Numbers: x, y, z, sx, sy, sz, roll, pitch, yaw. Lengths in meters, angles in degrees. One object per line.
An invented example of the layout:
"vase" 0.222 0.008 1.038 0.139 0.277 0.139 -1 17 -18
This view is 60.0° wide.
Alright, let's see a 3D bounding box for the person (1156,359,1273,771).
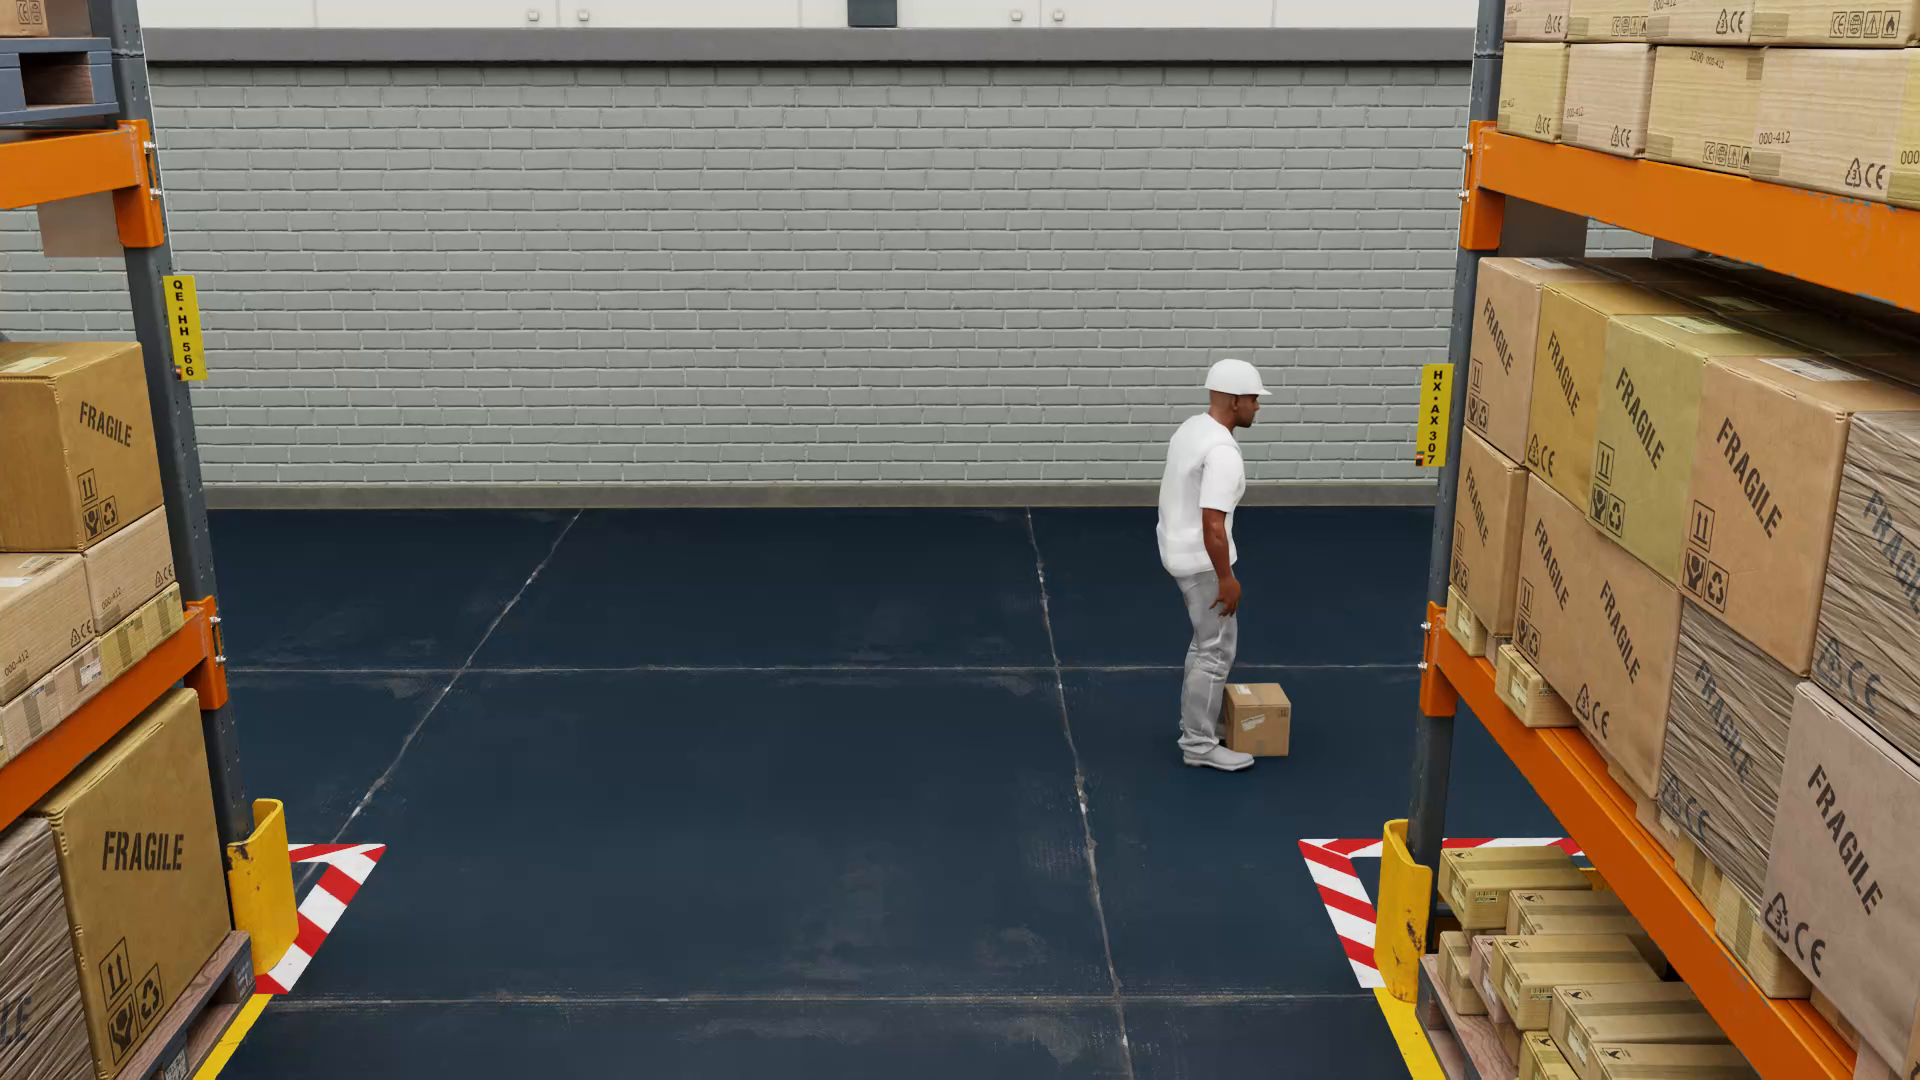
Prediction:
"person" 1.093 0.089 7.225 0.462 1.759 0.627 -1 17 -4
